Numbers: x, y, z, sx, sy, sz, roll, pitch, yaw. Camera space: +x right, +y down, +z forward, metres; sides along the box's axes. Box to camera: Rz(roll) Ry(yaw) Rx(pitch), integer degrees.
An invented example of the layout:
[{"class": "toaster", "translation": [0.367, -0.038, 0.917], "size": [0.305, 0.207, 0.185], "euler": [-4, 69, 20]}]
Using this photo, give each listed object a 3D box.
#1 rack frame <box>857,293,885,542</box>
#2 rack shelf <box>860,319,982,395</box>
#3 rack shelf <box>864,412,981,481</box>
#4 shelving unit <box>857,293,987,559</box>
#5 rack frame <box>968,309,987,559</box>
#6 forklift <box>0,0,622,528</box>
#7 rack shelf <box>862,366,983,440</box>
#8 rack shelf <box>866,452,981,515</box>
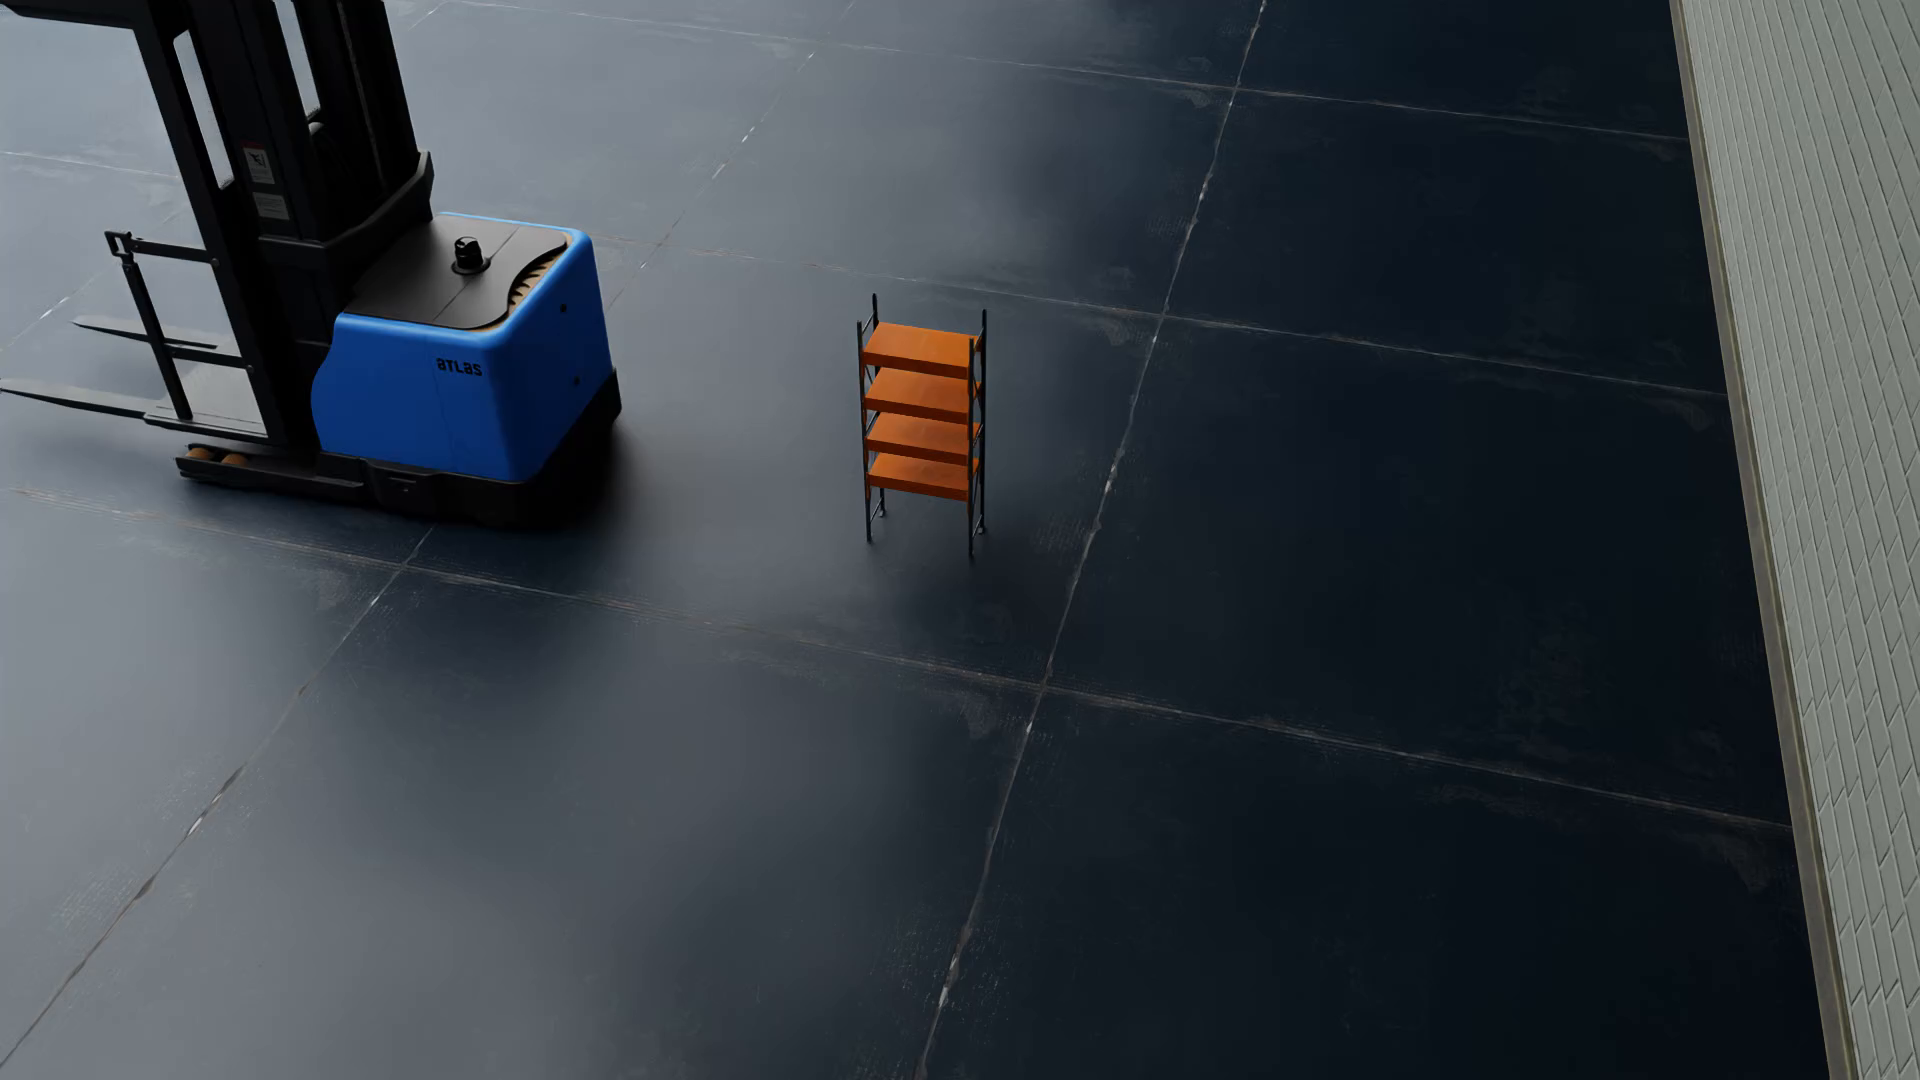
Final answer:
[{"class": "rack frame", "translation": [-0.396, -0.528, 7.445], "size": [0.015, 1.200, 0.240], "euler": [10, 41, 11]}, {"class": "rack shelf", "translation": [-0.160, -0.788, 7.144], "size": [0.480, 0.148, 0.258], "euler": [10, 41, 11]}, {"class": "rack shelf", "translation": [-0.160, -0.435, 7.440], "size": [0.480, 0.148, 0.258], "euler": [10, 41, 11]}, {"class": "shelving unit", "translation": [-0.160, -0.487, 7.397], "size": [0.503, 1.200, 0.258], "euler": [10, 41, 11]}, {"class": "rack frame", "translation": [0.076, -0.446, 7.349], "size": [0.015, 1.200, 0.240], "euler": [10, 41, 11]}, {"class": "forklift", "translation": [-3.289, -1.691, 7.485], "size": [3.031, 2.935, 1.130], "euler": [9, 41, 11]}, {"class": "rack shelf", "translation": [-0.160, -0.607, 7.296], "size": [0.480, 0.148, 0.258], "euler": [10, 41, 11]}, {"class": "rack shelf", "translation": [-0.160, -0.283, 7.568], "size": [0.480, 0.148, 0.258], "euler": [10, 41, 11]}]
